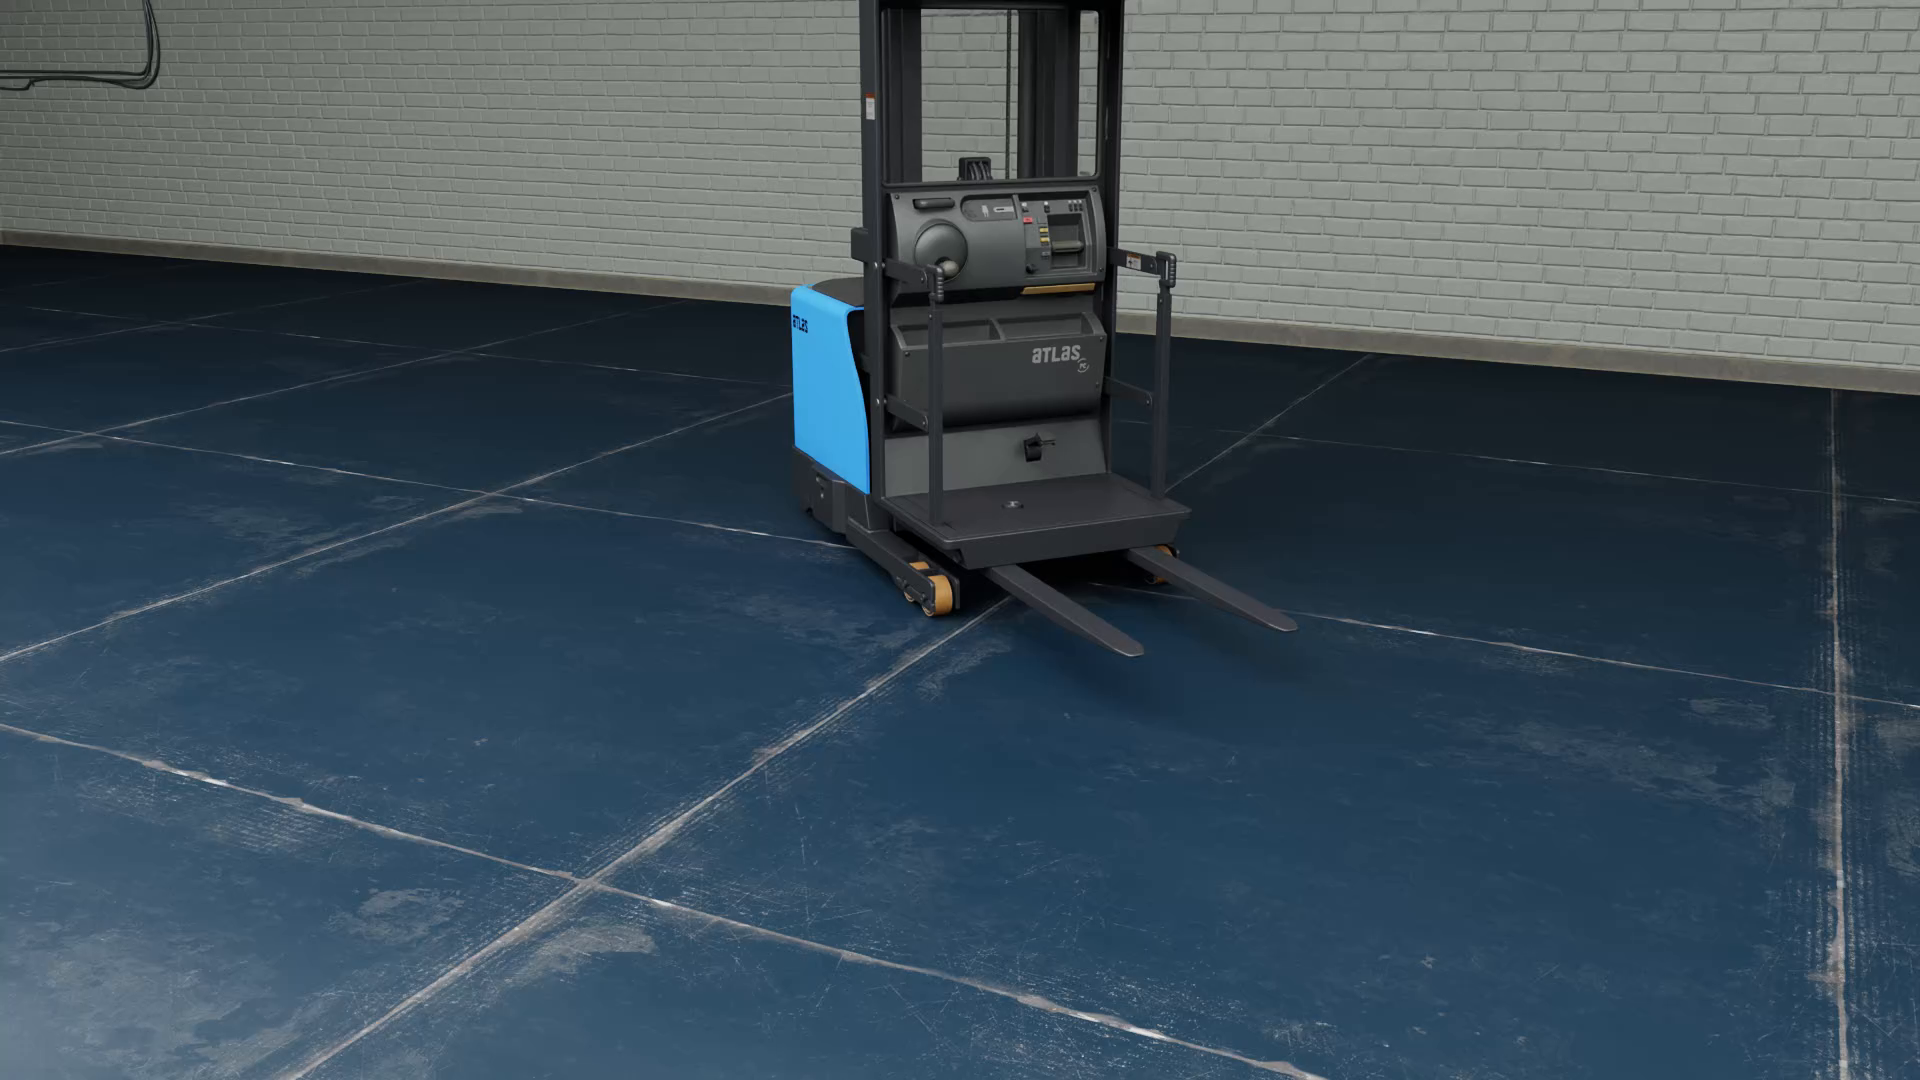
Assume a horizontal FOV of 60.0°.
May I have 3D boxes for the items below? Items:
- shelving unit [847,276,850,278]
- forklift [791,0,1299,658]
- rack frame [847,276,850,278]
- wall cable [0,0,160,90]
[{"bbox_3d":[-0.386,-0.792,8.317,0.252,1.050,0.215,-7,13,-24],"label":"shelving unit"},{"bbox_3d":[0.252,-1.242,6.560,1.130,2.935,3.031,-7,18,-23],"label":"forklift"},{"bbox_3d":[-0.496,-0.777,8.268,0.008,1.050,0.200,-7,13,-24],"label":"rack frame"},{"bbox_3d":[-9.522,-5.969,17.270,3.097,2.526,0.112,8,18,25],"label":"wall cable"}]
